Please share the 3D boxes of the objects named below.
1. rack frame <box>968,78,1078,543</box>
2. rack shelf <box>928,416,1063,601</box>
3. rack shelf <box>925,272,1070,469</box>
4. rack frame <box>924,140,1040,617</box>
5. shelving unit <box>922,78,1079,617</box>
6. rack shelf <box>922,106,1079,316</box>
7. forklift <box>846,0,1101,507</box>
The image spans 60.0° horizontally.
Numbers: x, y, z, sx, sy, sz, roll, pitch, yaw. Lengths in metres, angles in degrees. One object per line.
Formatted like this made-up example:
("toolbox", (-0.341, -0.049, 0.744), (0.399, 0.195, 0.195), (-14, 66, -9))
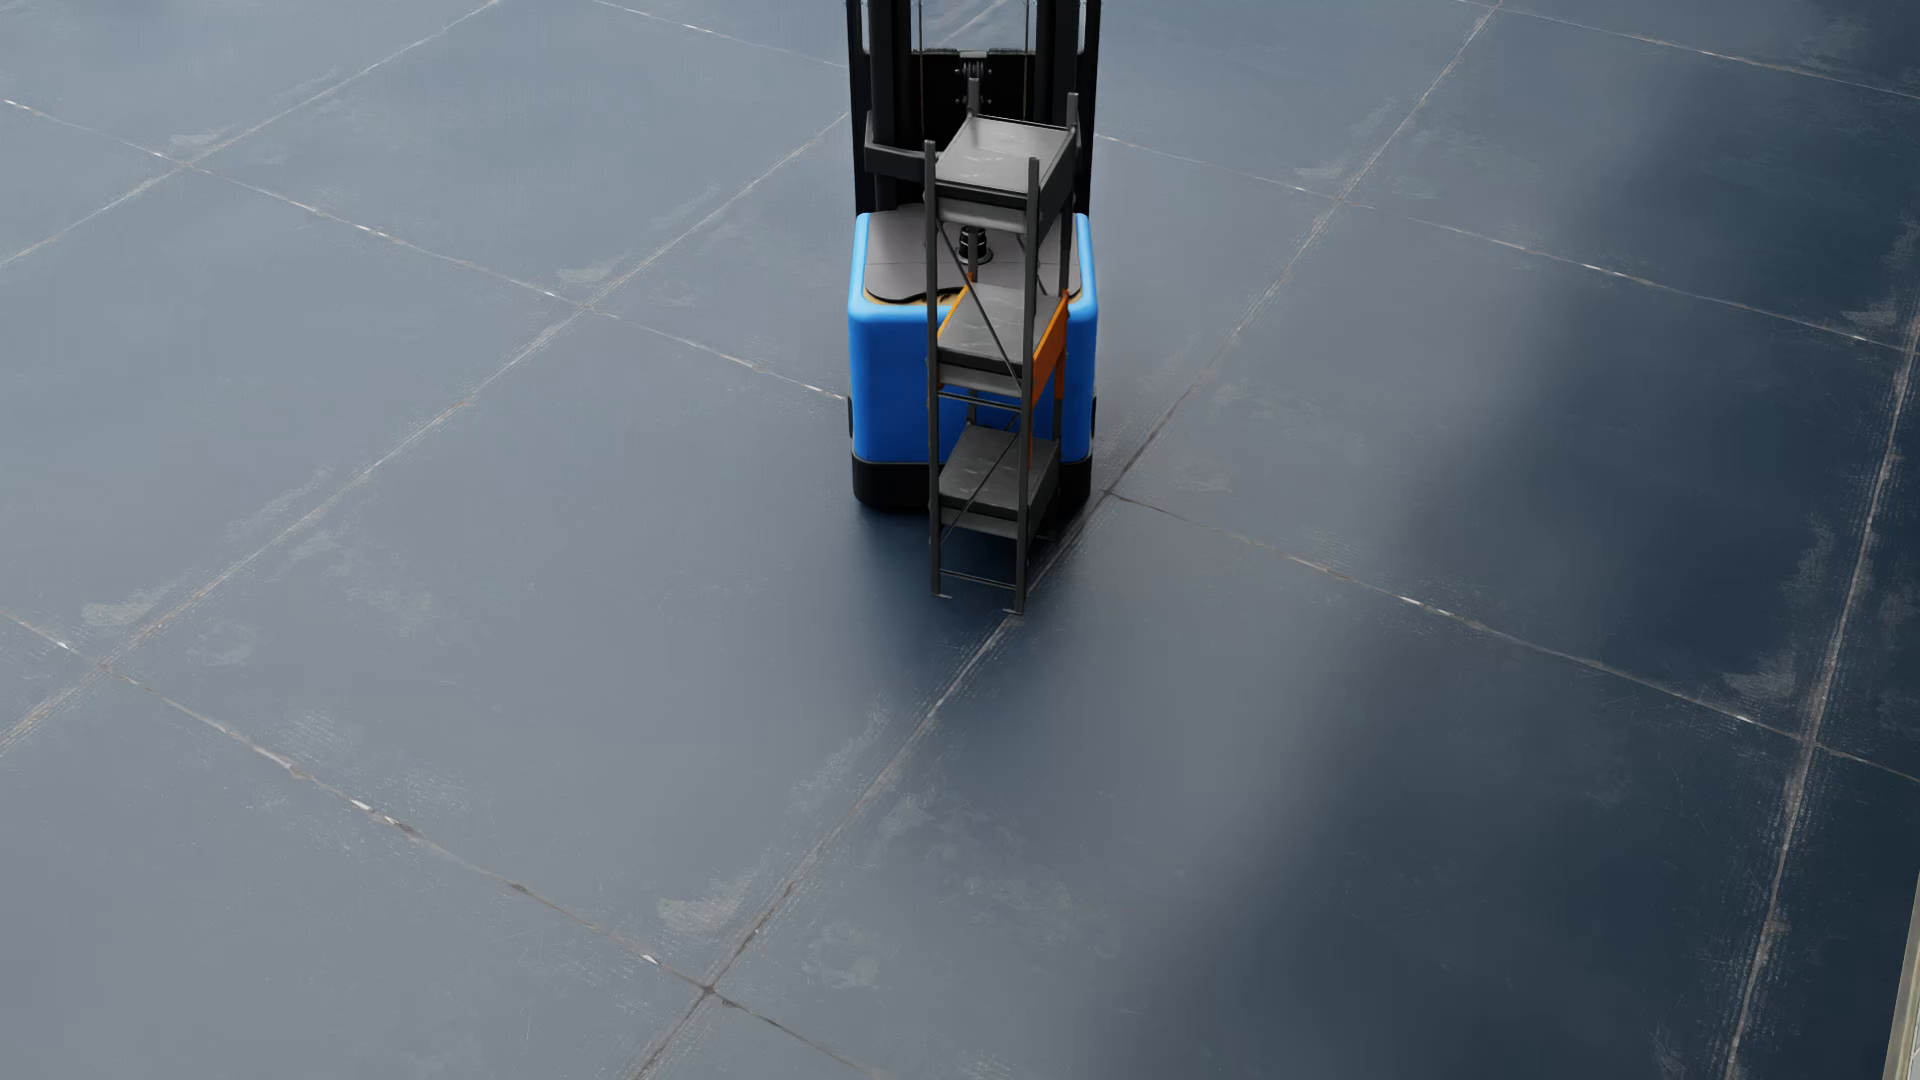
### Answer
("rack frame", (0.224, -0.822, 6.594), (0.400, 2.100, 0.015), (12, 43, 14))
("rack shelf", (0.148, -0.133, 6.892), (0.431, 0.518, 0.480), (12, 43, 14))
("rack shelf", (0.148, -0.658, 6.429), (0.431, 0.518, 0.480), (12, 43, 14))
("rack frame", (0.072, -0.515, 6.246), (0.400, 2.100, 0.015), (12, 43, 14))
("shelving unit", (0.148, -0.668, 6.420), (0.431, 2.100, 0.503), (12, 43, 14))
("rack shelf", (0.148, -1.184, 5.967), (0.431, 0.518, 0.480), (12, 43, 14))
("forklift", (0.059, -2.194, 7.523), (1.130, 2.935, 3.031), (0, 41, 0))
